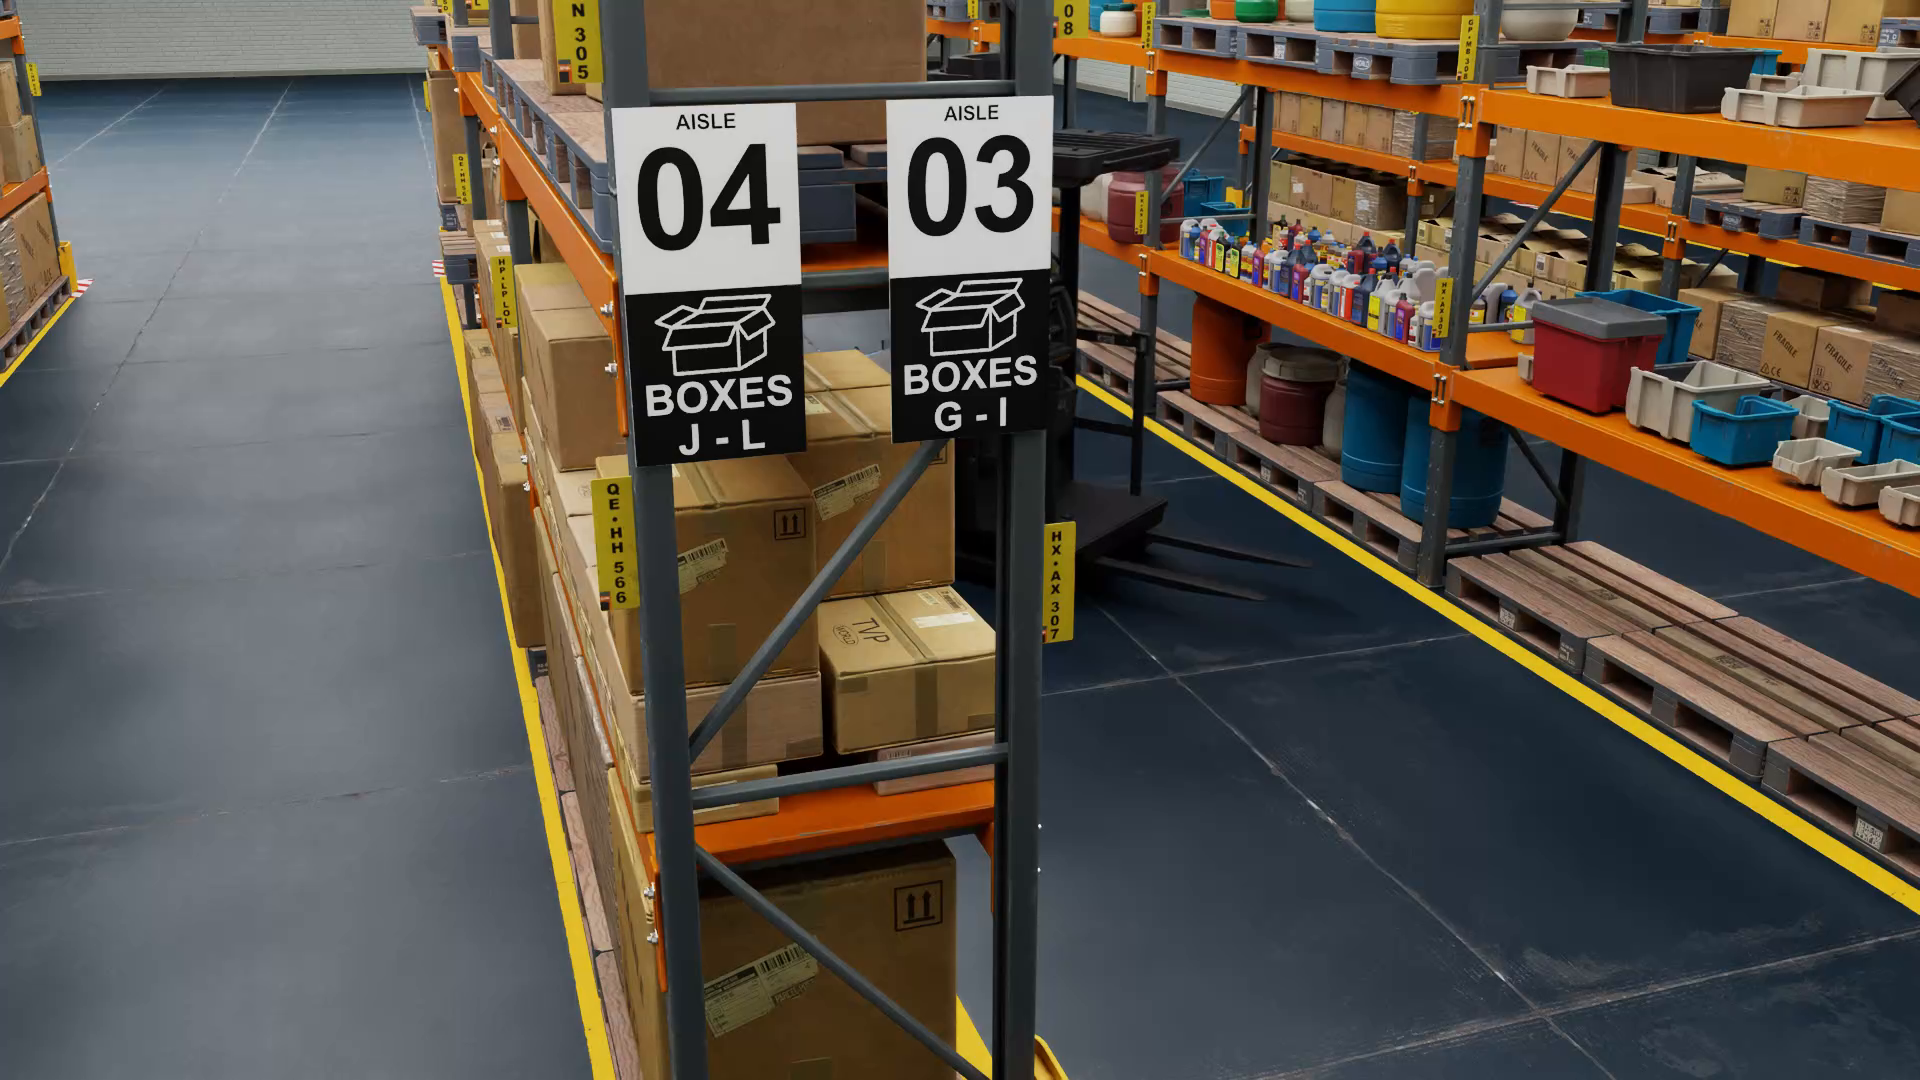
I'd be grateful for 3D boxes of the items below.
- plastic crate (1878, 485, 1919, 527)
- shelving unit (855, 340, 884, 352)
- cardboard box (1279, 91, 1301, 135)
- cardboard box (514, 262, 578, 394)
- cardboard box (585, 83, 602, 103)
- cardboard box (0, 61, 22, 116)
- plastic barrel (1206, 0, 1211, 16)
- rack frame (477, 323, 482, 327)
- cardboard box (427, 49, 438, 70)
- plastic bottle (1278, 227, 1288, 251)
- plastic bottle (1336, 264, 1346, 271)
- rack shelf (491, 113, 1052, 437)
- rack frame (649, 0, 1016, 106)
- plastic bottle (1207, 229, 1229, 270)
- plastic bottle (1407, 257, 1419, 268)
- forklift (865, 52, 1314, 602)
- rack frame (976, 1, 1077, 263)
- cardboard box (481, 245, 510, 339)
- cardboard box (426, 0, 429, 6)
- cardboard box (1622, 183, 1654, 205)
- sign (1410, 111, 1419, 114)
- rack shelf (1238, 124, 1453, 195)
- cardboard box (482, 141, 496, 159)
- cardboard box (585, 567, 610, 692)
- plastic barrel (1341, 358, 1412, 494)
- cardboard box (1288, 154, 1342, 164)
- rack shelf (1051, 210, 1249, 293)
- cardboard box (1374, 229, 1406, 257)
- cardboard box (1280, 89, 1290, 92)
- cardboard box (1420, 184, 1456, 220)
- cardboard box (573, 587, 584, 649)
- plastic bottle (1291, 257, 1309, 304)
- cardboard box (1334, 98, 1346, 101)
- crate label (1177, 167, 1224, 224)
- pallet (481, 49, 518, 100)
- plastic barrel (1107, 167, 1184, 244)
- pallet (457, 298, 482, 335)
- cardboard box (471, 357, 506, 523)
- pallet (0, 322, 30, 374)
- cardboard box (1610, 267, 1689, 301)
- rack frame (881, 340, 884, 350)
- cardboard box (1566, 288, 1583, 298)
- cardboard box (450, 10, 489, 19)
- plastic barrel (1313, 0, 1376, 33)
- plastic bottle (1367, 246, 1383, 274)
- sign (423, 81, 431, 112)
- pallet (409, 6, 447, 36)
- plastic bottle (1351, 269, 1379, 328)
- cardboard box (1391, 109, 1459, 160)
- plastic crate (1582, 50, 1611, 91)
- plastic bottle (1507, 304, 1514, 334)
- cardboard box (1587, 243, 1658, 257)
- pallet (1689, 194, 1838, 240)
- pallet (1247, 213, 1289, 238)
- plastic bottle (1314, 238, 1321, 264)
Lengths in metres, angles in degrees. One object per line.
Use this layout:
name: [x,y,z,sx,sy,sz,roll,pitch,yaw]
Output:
plastic crate: [3.914,-0.154,6.710,0.396,0.136,0.243,-6,21,-17]
shelving unit: [-0.525,-0.773,11.015,0.215,1.050,0.252,17,26,39]
cardboard box: [4.399,-5.301,20.589,0.700,0.500,0.500,-6,21,-16]
cardboard box: [-1.631,-0.912,7.191,0.500,0.500,0.500,-6,21,-17]
cardboard box: [-0.767,-1.606,5.095,0.700,0.500,0.500,-8,21,-21]
cardboard box: [-9.971,-4.482,16.639,0.875,0.550,0.550,-6,21,-17]
plastic barrel: [2.099,-4.077,12.727,0.421,0.512,0.421,0,20,0]
rack frame: [-4.057,-3.237,14.993,0.949,2.616,0.053,-6,21,-17]
cardboard box: [-5.397,-4.974,17.759,0.500,0.500,0.500,-6,21,-17]
plastic bottle: [2.457,-2.263,12.575,0.097,0.201,0.097,0,20,0]
plastic bottle: [2.456,-1.644,10.747,0.097,0.271,0.097,0,20,0]
rack shelf: [-0.911,-1.102,5.674,1.077,0.370,4.000,-6,21,-17]
rack frame: [-0.285,-2.210,3.257,0.949,2.616,0.053,-6,21,-17]
plastic bottle: [1.880,-2.100,12.010,0.152,0.276,0.135,-6,21,-17]
plastic bottle: [3.005,-1.737,11.005,0.097,0.271,0.097,0,20,0]
forklift: [0.567,-1.231,9.508,3.031,2.935,1.130,13,24,33]
rack frame: [0.648,-3.764,16.459,1.000,3.000,0.127,-6,21,-17]
cardboard box: [-2.573,-1.487,9.971,0.500,0.500,0.500,-7,21,-18]
cardboard box: [-5.085,-5.356,16.676,0.500,0.250,0.500,-6,21,-17]
cardboard box: [6.064,-3.147,15.111,0.380,0.149,0.250,-6,21,-17]
sign: [4.825,-4.674,17.595,0.100,0.325,0.005,-6,21,-17]
rack shelf: [4.723,-4.592,19.829,1.077,0.370,4.000,-6,21,-17]
cardboard box: [-3.421,-2.938,13.384,0.797,0.503,0.637,-4,20,-12]
cardboard box: [-0.845,0.253,5.055,0.500,0.250,0.500,-7,21,-18]
plastic barrel: [2.785,-0.811,10.719,0.600,0.901,0.708,-6,21,-17]
cardboard box: [4.546,-4.689,21.370,0.500,0.500,0.500,-6,21,-17]
rack shelf: [1.277,-2.784,14.793,1.077,0.370,4.000,-6,21,-17]
cardboard box: [4.999,-3.318,18.664,0.500,0.250,0.500,-6,21,-17]
cardboard box: [4.176,-5.612,20.495,0.380,0.149,0.250,-6,21,-17]
cardboard box: [5.503,-3.728,18.694,0.500,0.500,0.500,-6,21,-17]
cardboard box: [-1.111,0.241,5.679,0.380,0.149,0.250,-6,21,-17]
plastic bottle: [2.227,-1.700,10.885,0.061,0.283,0.133,-6,21,-17]
cardboard box: [4.579,-5.199,19.345,0.380,0.149,0.250,-6,21,-15]
crate label: [1.850,-2.845,13.847,0.502,0.435,0.616,-6,21,-17]
pallet: [-1.874,-2.281,8.176,0.805,0.209,1.217,-7,21,-19]
plastic barrel: [1.472,-2.661,13.187,0.600,0.536,0.708,-6,21,-17]
pallet: [-4.298,-2.137,16.054,1.003,0.211,1.213,-6,21,-17]
cardboard box: [-2.326,-0.641,10.287,1.225,0.875,0.875,-6,21,-17]
pallet: [-8.959,-1.683,14.790,1.003,0.211,1.213,-6,21,-17]
cardboard box: [6.211,-2.315,15.041,0.500,0.311,0.500,-6,21,-16]
rack frame: [-0.444,-0.804,11.101,0.200,1.050,0.008,17,26,39]
cardboard box: [6.047,-2.217,15.598,0.500,0.250,0.500,-7,21,-18]
cardboard box: [-3.184,-3.775,11.164,0.500,0.500,0.500,-6,21,-16]
plastic barrel: [2.481,-3.574,10.128,0.600,0.901,0.708,-6,21,-17]
plastic bottle: [2.839,-1.866,11.346,0.061,0.283,0.133,-6,21,-17]
sign: [-5.826,-4.871,18.260,0.100,0.325,0.005,-6,21,-17]
pallet: [-3.961,-4.352,13.935,1.213,0.211,1.003,-6,21,-17]
plastic bottle: [2.505,-1.493,10.209,0.144,0.351,0.185,-6,21,-17]
cardboard box: [2.536,-2.142,11.794,10.414,0.500,11.691,-7,21,-19]
plastic crate: [3.583,-2.405,8.551,0.450,0.188,0.662,-6,21,-17]
plastic bottle: [3.357,-1.344,10.015,0.097,0.201,0.097,0,20,0]
cardboard box: [6.392,-2.704,16.124,0.500,0.311,0.500,-7,21,-19]
pallet: [6.889,-2.705,13.794,1.213,0.211,1.003,-6,21,-17]
pallet: [4.375,-4.020,21.295,1.003,0.211,1.213,-6,21,-17]
plastic bottle: [2.621,-2.096,12.108,0.097,0.201,0.097,0,20,0]
